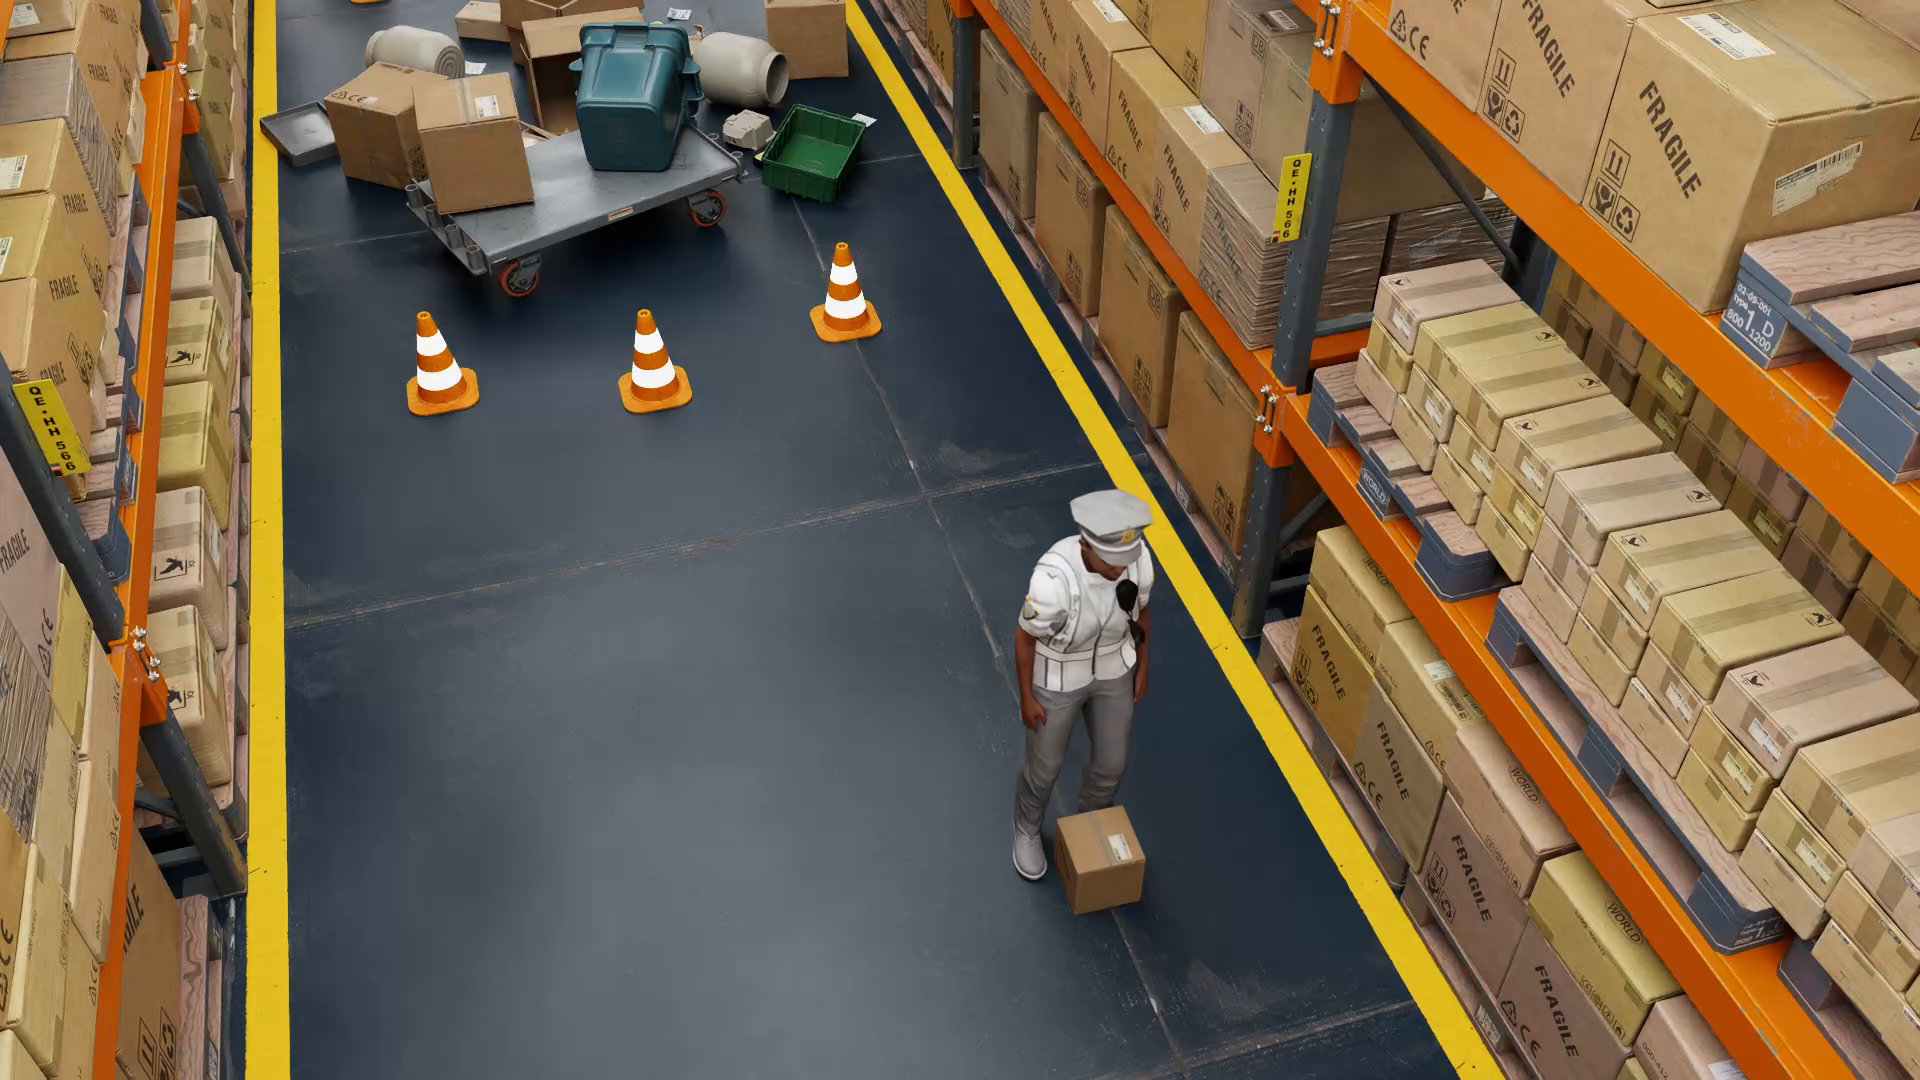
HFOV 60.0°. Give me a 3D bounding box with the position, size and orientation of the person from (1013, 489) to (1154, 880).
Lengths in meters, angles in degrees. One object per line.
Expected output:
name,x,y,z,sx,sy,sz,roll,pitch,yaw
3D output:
person,0.416,0.486,5.632,0.509,1.658,0.425,-14,44,-14
